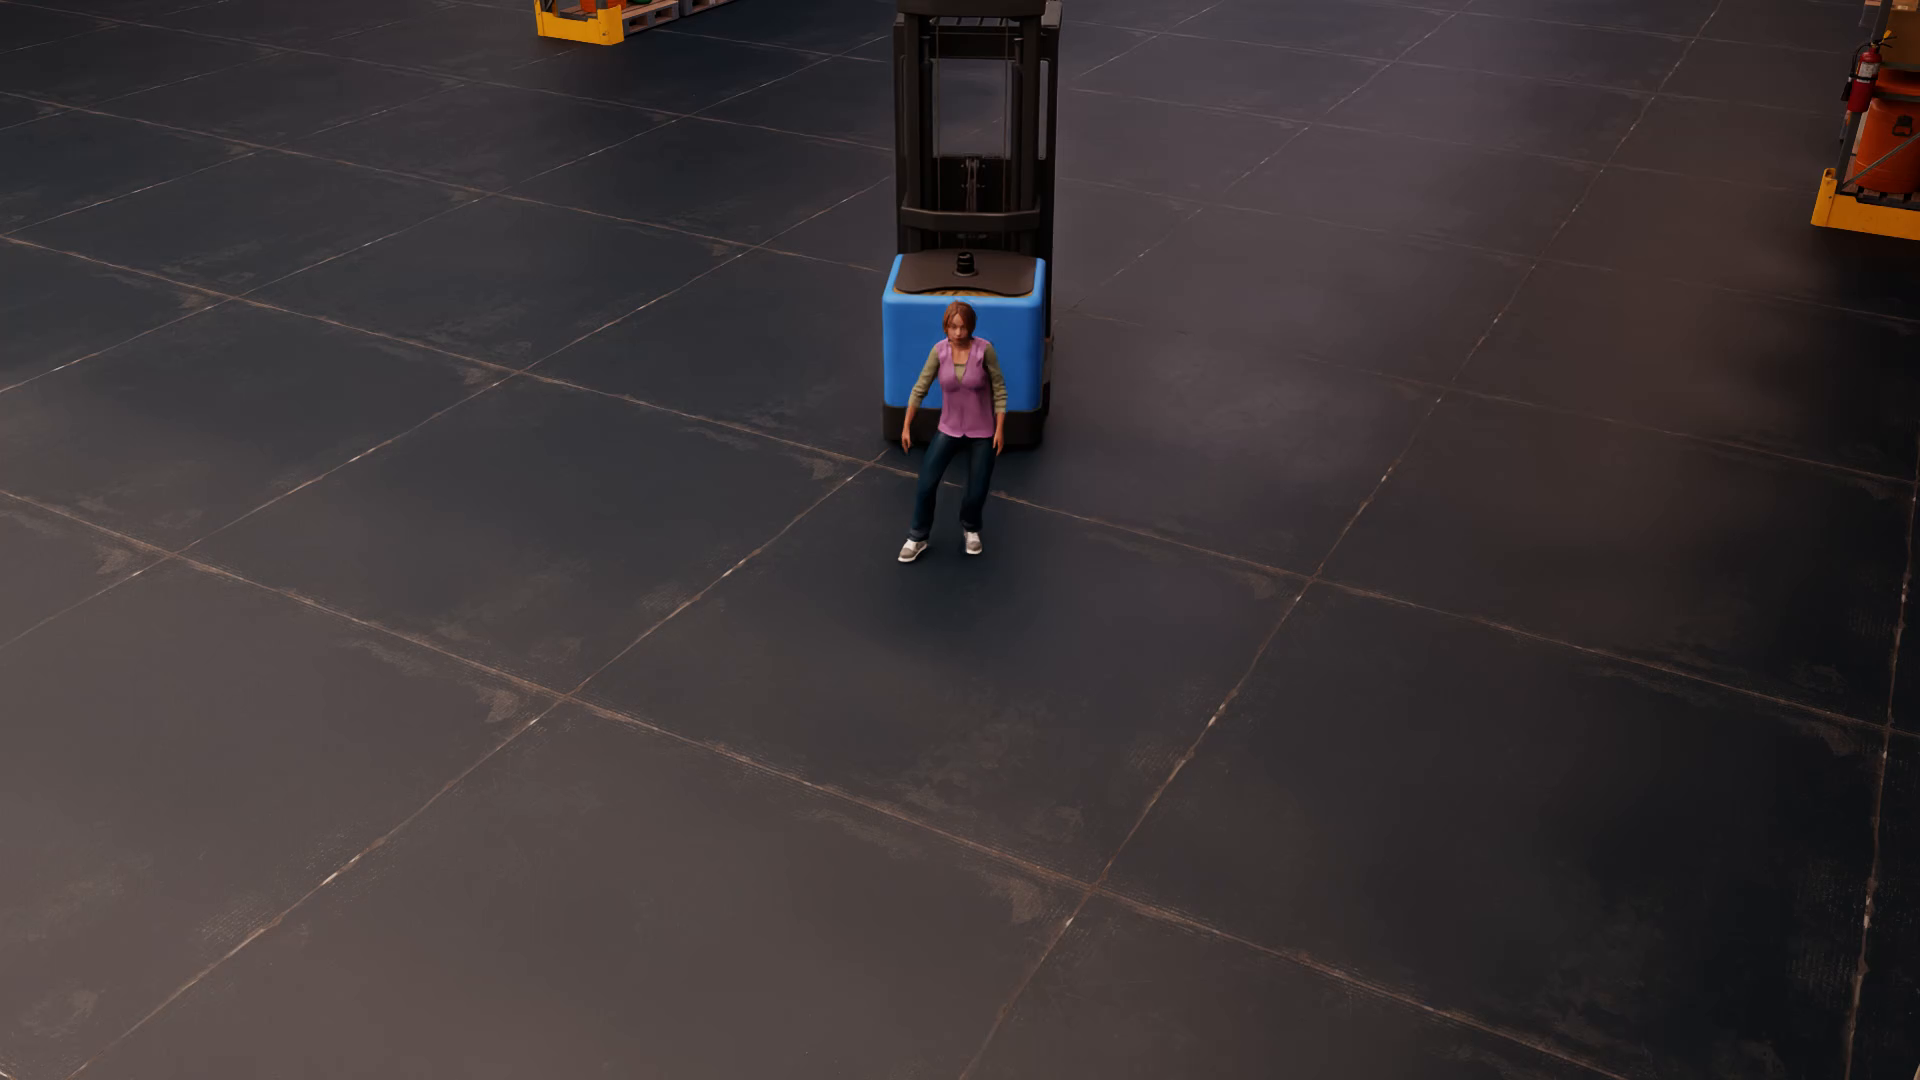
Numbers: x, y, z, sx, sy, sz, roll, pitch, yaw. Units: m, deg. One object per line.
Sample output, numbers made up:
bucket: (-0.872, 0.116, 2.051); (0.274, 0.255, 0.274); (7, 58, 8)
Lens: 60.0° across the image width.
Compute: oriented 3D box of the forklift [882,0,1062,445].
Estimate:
forklift: (0.125, -2.604, 11.583); (1.130, 2.935, 3.031); (2, 30, 4)

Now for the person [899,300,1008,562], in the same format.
person: (-0.036, -0.605, 9.503); (0.600, 1.542, 0.445); (5, 30, 9)
